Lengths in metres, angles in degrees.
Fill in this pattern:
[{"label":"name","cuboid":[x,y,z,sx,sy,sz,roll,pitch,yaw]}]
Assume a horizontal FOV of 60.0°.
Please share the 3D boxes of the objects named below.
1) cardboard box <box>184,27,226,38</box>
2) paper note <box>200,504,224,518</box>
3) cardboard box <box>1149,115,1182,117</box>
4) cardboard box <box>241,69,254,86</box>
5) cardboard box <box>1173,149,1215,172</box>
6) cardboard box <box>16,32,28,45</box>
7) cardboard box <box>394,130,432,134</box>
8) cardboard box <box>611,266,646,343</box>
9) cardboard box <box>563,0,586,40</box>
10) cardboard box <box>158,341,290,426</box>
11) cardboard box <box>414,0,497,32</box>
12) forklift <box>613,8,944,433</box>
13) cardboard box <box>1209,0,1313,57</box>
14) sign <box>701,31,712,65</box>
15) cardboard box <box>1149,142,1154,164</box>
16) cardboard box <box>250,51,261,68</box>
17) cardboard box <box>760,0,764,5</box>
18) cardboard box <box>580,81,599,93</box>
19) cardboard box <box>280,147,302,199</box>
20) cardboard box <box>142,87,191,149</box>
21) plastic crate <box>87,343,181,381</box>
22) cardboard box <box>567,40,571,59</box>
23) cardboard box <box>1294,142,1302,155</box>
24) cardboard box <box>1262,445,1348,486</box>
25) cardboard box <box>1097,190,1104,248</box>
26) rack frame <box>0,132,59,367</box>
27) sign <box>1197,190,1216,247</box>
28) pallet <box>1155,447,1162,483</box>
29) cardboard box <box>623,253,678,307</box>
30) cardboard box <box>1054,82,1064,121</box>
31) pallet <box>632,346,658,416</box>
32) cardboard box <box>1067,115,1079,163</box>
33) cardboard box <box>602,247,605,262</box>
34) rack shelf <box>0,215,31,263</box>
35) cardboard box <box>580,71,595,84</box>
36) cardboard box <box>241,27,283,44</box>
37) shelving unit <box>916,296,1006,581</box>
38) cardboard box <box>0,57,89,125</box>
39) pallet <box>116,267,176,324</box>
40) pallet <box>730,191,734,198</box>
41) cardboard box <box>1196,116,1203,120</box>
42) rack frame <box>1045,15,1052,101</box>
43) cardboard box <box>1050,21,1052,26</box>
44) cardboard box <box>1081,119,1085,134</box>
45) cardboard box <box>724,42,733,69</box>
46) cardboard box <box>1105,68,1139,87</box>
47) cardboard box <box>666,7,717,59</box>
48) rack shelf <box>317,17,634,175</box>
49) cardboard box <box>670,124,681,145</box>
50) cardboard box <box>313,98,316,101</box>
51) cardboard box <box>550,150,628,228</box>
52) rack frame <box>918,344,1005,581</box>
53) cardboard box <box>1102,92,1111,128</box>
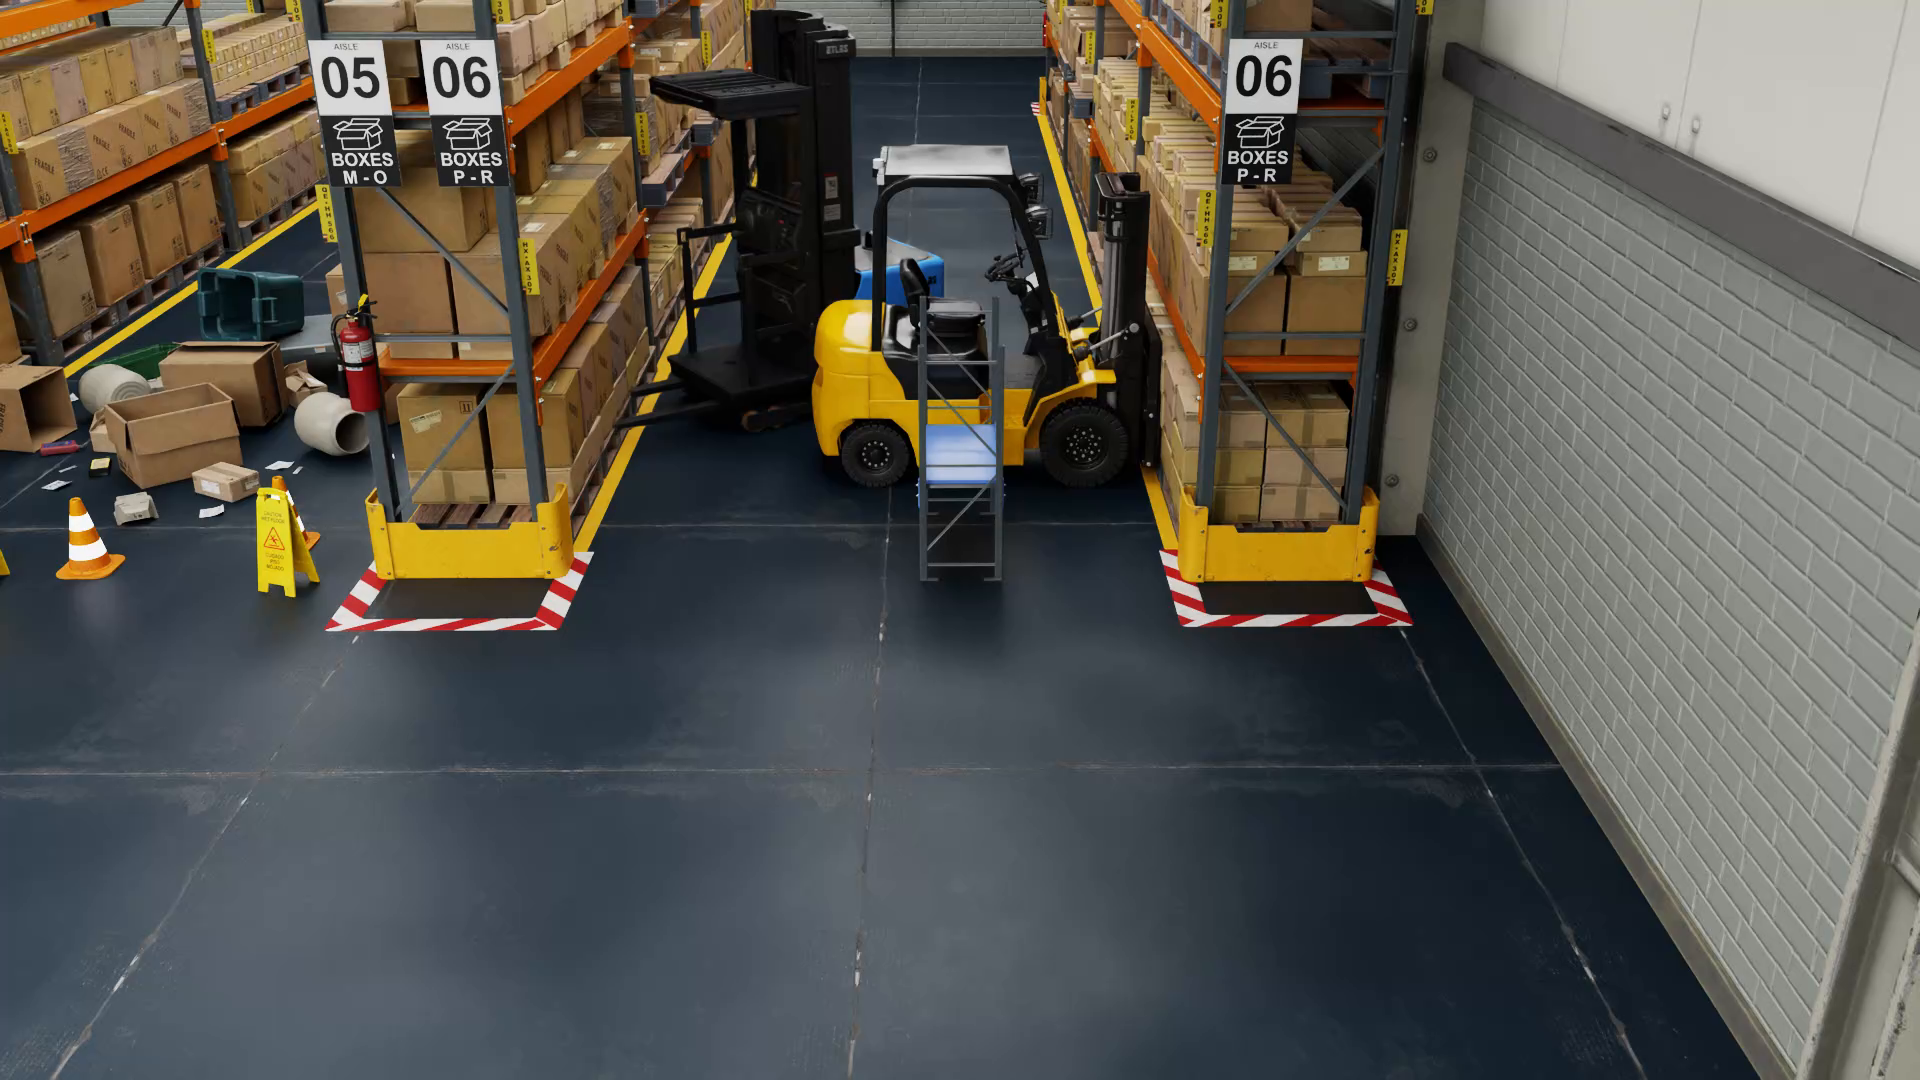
[{"label":"cardboard box","cuboid":[-8.535,-5.699,18.784,0.380,0.149,0.250,1,24,1]},{"label":"paper note","cuboid":[-5.015,-0.195,11.144,0.148,0.019,0.142,-9,26,-19]},{"label":"cardboard box","cuboid":[1.658,-3.426,13.778,0.380,0.149,0.250,-1,24,-1]},{"label":"cardboard box","cuboid":[-7.864,-4.995,17.949,0.380,0.149,0.250,1,24,2]},{"label":"cardboard box","cuboid":[1.705,-2.653,11.706,0.380,0.149,0.250,0,24,-1]},{"label":"cardboard box","cuboid":[-12.744,-6.719,22.270,0.380,0.149,0.250,-1,24,-2]},{"label":"cardboard box","cuboid":[-3.345,-2.432,10.791,0.700,0.500,0.500,-1,24,-1]},{"label":"cardboard box","cuboid":[-2.783,-1.853,13.124,0.500,0.500,0.500,-1,24,-1]},{"label":"cardboard box","cuboid":[-2.766,-3.441,10.899,0.500,0.250,0.500,0,24,1]},{"label":"cardboard box","cuboid":[-5.584,-1.189,12.604,0.797,0.637,0.503,0,24,-1]},{"label":"cardboard box","cuboid":[-2.815,-2.930,9.286,0.380,0.149,0.250,0,24,-1]},{"label":"forklift","cuboid":[-1.612,-2.386,12.468,3.031,2.935,1.130,-16,29,-32]},{"label":"cardboard box","cuboid":[1.700,-3.022,9.398,0.500,0.500,0.500,1,24,1]},{"label":"sign","cuboid":[-2.559,-4.962,16.771,0.100,0.325,0.005,0,24,-1]},{"label":"cardboard box","cuboid":[1.650,-2.941,12.705,0.380,0.149,0.250,0,24,1]},{"label":"cardboard box","cuboid":[-7.871,-5.241,18.132,0.380,0.149,0.250,0,24,0]},{"label":"cardboard box","cuboid":[-2.905,-7.437,22.220,0.500,0.500,0.500,0,24,-1]},{"label":"cardboard box","cuboid":[-3.299,-3.582,14.037,0.500,0.500,0.500,0,24,0]},{"label":"cardboard box","cuboid":[-7.822,-4.163,18.839,0.500,0.500,0.500,-1,24,-2]},{"label":"cardboard box","cuboid":[-7.773,-4.055,15.955,0.500,0.500,0.500,0,24,-1]},{"label":"plastic crate","cuboid":[-6.695,-1.431,13.616,0.450,0.188,0.662,3,22,31]},{"label":"cardboard box","cuboid":[-2.755,-3.198,10.847,0.380,0.149,0.250,-1,24,-2]},{"label":"cardboard box","cuboid":[2.236,-2.763,11.950,0.380,0.149,0.250,-1,24,-1]},{"label":"cardboard box","cuboid":[2.151,-0.552,10.551,0.500,0.250,0.500,0,24,0]},{"label":"cardboard box","cuboid":[1.855,-3.340,16.867,0.875,0.625,0.625,1,24,1]},{"label":"rack frame","cuboid":[-8.007,-2.752,13.194,1.000,3.000,0.127,0,24,-1]},{"label":"sign","cuboid":[1.406,-1.830,9.463,0.100,0.325,0.005,0,24,-1]},{"label":"pallet","cuboid":[1.888,-0.737,12.123,1.003,0.211,1.213,0,24,-1]},{"label":"cardboard box","cuboid":[-3.078,-2.322,14.923,0.950,0.372,0.625,1,24,3]},{"label":"cardboard box","cuboid":[1.562,-6.013,22.929,0.500,0.500,0.500,0,24,0]},{"label":"pallet","cuboid":[-3.016,-1.268,13.298,1.003,0.211,1.213,0,24,-1]},{"label":"cardboard box","cuboid":[1.598,-4.988,20.662,0.500,0.500,0.500,1,24,2]},{"label":"cardboard box","cuboid":[-2.763,-2.046,11.938,0.380,0.149,0.250,-1,24,-1]},{"label":"rack shelf","cuboid":[-7.985,-1.600,11.520,1.077,0.370,4.000,0,24,-1]},{"label":"cardboard box","cuboid":[-3.310,-3.957,14.079,0.380,0.149,0.250,-1,24,-2]},{"label":"cardboard box","cuboid":[-7.881,-5.694,18.774,0.380,0.149,0.250,-1,24,-3]},{"label":"shelving unit","cuboid":[0.001,-0.648,10.363,0.538,1.500,1.048,0,24,-1]},{"label":"cardboard box","cuboid":[-8.031,-3.877,14.349,0.700,0.500,0.500,0,24,0]},{"label":"pallet","cuboid":[-8.107,-2.303,15.585,1.003,0.211,1.213,0,24,-1]},{"label":"pallet","cuboid":[-3.046,-4.020,19.382,1.003,0.211,1.213,0,24,-1]},{"label":"cardboard box","cuboid":[2.165,-3.437,13.801,0.380,0.149,0.250,-1,24,-2]},{"label":"rack frame","cuboid":[1.774,-7.784,24.321,1.000,3.000,0.127,0,24,-1]},{"label":"cardboard box","cuboid":[1.503,-7.533,24.070,0.380,0.149,0.250,0,24,-1]},{"label":"cardboard box","cuboid":[1.632,-4.899,19.679,0.380,0.149,0.250,0,24,-1]},{"label":"cardboard box","cuboid":[-2.850,-5.461,18.759,0.500,0.250,0.500,0,24,0]},{"label":"cardboard box","cuboid":[1.603,-4.480,16.107,0.380,0.149,0.250,0,24,1]},{"label":"cardboard box","cuboid":[-2.878,-5.374,17.656,0.500,0.500,0.500,0,24,0]},{"label":"rack shelf","cuboid":[-3.036,-3.030,11.043,1.077,0.370,4.000,0,24,-1]},{"label":"cardboard box","cuboid":[-2.735,-3.659,14.995,0.380,0.149,0.250,1,24,1]},{"label":"cardboard box","cuboid":[-8.431,-5.783,22.125,0.380,0.149,0.250,-1,24,-3]},{"label":"cardboard box","cuboid":[-2.792,-2.602,12.382,0.500,0.500,0.500,1,24,1]},{"label":"rack frame","cuboid":[0.006,-0.439,9.900,0.500,1.500,0.032,0,24,-1]},{"label":"cardboard box","cuboid":[1.614,-4.041,15.620,0.500,0.250,0.500,-1,24,-2]}]
